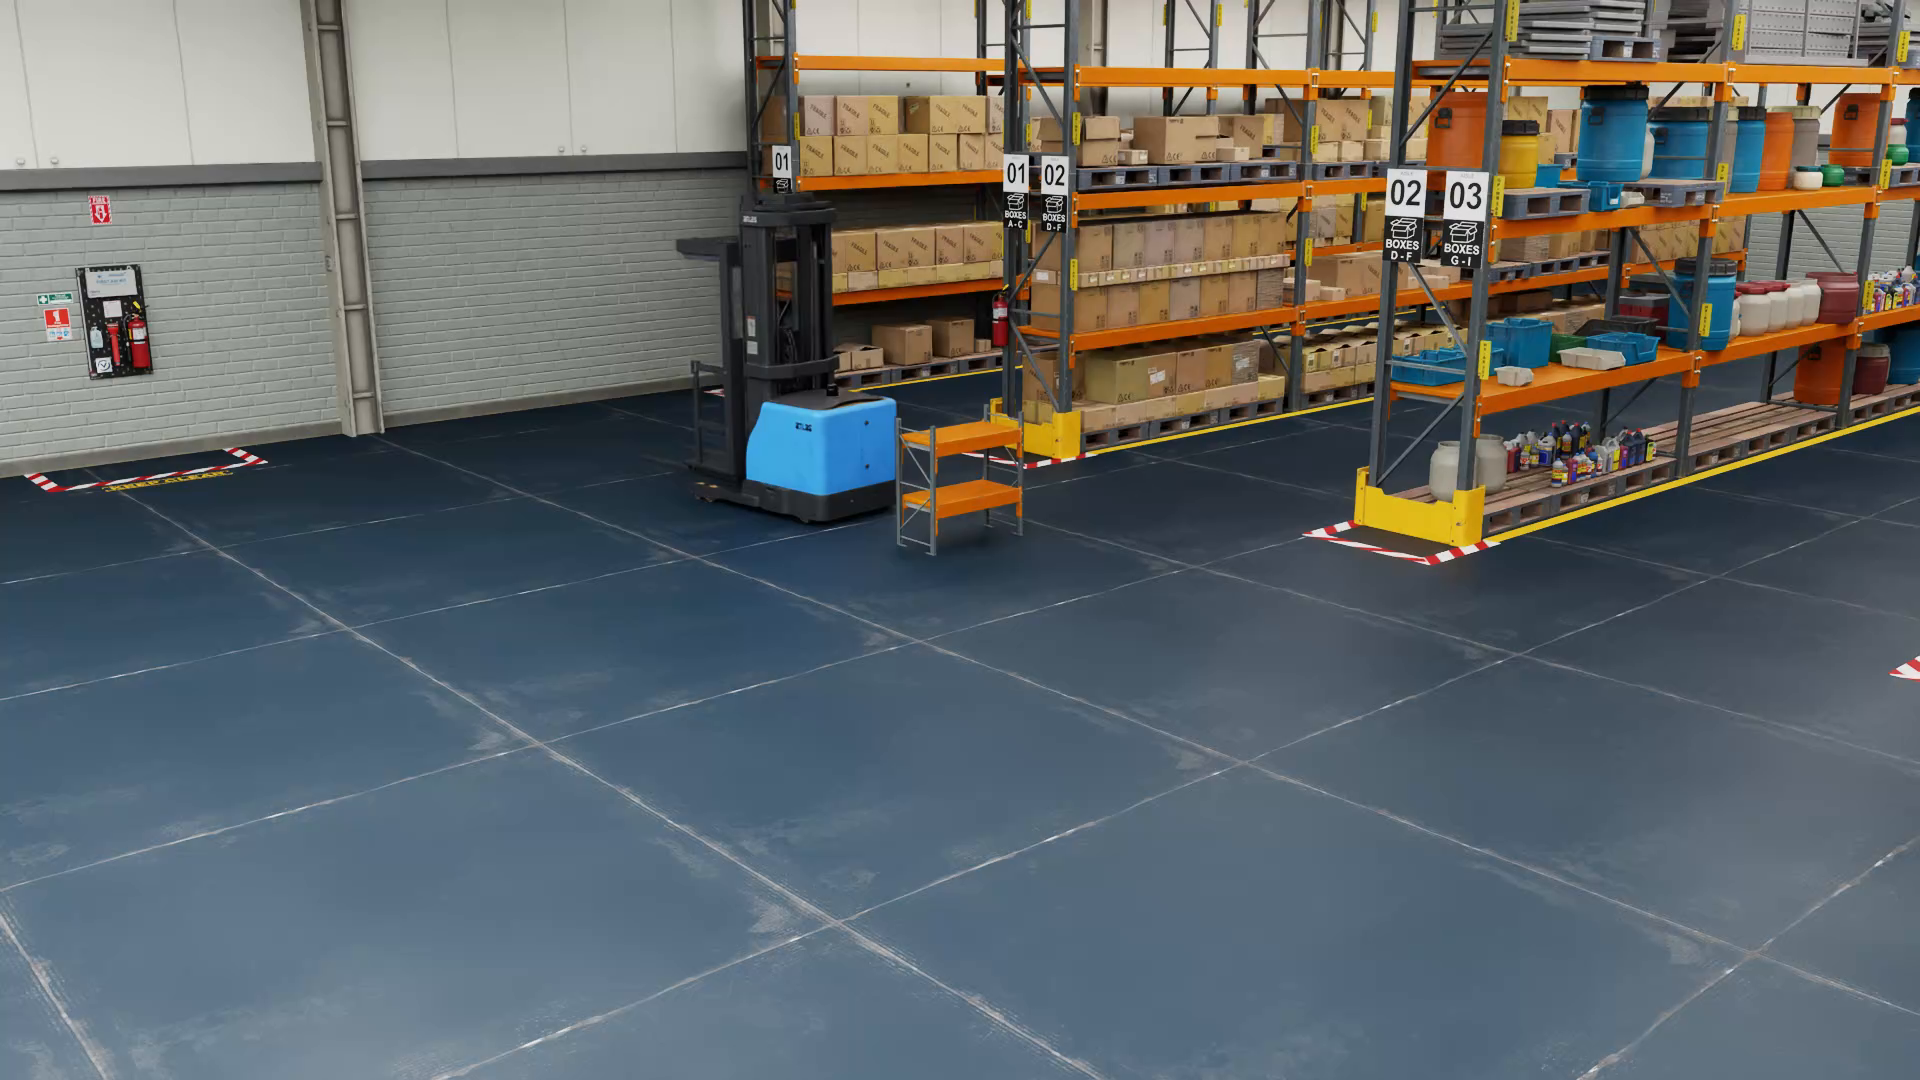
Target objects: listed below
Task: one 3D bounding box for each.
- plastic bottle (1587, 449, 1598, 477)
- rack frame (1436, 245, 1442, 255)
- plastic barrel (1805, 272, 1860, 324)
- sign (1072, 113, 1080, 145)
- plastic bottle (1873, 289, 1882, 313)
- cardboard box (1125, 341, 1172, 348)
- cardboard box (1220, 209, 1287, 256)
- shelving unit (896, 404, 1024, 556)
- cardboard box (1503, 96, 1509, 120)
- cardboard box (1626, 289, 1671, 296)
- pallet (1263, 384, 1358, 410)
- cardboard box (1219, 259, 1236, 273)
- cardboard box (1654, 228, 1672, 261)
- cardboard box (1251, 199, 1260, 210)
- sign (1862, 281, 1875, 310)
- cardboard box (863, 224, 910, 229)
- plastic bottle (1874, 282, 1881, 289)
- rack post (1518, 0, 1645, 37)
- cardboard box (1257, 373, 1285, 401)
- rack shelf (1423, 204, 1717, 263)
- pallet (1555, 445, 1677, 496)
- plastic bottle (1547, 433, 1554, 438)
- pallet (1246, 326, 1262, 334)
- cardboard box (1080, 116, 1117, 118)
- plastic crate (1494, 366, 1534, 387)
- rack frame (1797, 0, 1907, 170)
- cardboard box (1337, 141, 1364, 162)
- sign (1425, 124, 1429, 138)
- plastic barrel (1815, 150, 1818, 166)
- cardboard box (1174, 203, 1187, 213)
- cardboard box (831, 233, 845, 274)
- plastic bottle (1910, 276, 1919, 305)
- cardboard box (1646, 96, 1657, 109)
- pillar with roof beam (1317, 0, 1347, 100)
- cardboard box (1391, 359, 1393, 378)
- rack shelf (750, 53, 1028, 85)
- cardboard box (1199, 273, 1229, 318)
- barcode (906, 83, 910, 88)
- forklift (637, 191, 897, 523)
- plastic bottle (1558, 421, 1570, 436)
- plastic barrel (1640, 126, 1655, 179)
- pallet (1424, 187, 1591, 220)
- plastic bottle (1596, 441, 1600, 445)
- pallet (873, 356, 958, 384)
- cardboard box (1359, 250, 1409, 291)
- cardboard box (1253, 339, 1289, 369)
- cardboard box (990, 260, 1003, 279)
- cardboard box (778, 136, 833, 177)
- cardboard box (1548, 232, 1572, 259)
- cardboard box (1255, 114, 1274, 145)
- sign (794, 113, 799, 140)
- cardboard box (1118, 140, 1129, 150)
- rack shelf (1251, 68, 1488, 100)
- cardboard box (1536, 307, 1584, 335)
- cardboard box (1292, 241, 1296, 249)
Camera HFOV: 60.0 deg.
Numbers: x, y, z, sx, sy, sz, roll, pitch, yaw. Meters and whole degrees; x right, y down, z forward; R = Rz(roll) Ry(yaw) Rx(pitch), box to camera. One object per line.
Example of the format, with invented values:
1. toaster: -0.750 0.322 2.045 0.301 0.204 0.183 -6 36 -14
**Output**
1. plastic bottle: 6.155 -0.752 16.189 0.097 0.271 0.097 0 15 0
2. rack frame: 9.663 -6.141 31.929 0.127 3.000 1.000 -13 19 -39
3. plastic barrel: 9.980 -2.786 19.102 0.708 0.536 0.600 -13 19 -39
4. sign: 1.207 -4.268 17.255 0.005 0.325 0.100 -13 19 -39
5. plastic bottle: 10.947 -2.858 19.864 0.133 0.283 0.061 -13 19 -39
6. cardboard box: 2.179 -2.109 19.896 0.500 0.500 0.500 -13 19 -39
7. cardboard box: 3.534 -3.743 20.244 0.500 0.500 0.700 -13 19 -39
8. shelving unit: 0.005 -0.545 14.609 1.048 1.125 0.538 -13 19 -39
9. cardboard box: 7.215 -5.876 22.991 0.500 0.500 0.500 -13 19 -39
10. cardboard box: 11.314 -3.826 27.245 0.637 0.503 0.797 -13 19 -39
11. pallet: 4.395 -1.930 21.566 1.213 0.211 1.003 -13 19 -39
12. cardboard box: 3.031 -3.247 19.641 0.250 0.149 0.380 -13 20 -40
13. cardboard box: 10.847 -4.669 26.223 0.500 0.500 0.500 -12 19 -38
14. cardboard box: 4.544 -5.468 27.146 0.500 0.250 0.500 -13 20 -40
15. sign: 10.497 -2.830 19.217 0.005 0.325 0.100 -13 19 -39
16. cardboard box: -1.038 -4.109 23.118 0.500 0.500 0.500 -12 19 -39
17. plastic bottle: 11.772 -3.218 21.368 0.097 0.201 0.097 0 15 0
18. rack post: 5.537 -4.698 15.049 0.954 0.300 0.937 -13 20 -40
19. cardboard box: 3.658 -1.898 20.558 0.500 0.250 0.500 -13 19 -39
20. rack shelf: 5.605 -2.943 15.536 4.000 0.370 1.077 -13 19 -39
21. pallet: 6.579 -0.727 17.062 1.213 0.211 1.003 -13 19 -39
22. plastic bottle: 6.003 -0.954 16.944 0.097 0.271 0.097 0 15 0
23. pallet: 4.272 -3.558 27.660 1.213 0.211 1.003 -13 19 -39
24. cardboard box: 2.005 -6.095 24.935 0.500 0.500 0.500 -14 20 -41
25. plastic crate: 4.982 -1.464 14.928 0.250 0.136 0.298 -13 19 -39
26. rack frame: 10.131 -5.756 18.861 0.127 3.000 1.000 -13 19 -39
27. cardboard box: 4.748 -4.920 21.023 0.500 0.250 0.500 14 20 42
28. sign: 6.527 -5.627 23.190 0.005 0.325 0.100 -13 19 -39
29. plastic barrel: 9.695 -4.368 19.260 0.421 0.512 0.421 0 15 0
30. cardboard box: 3.387 -5.296 26.461 0.380 0.149 0.250 13 20 40
31. cardboard box: -1.850 -3.753 21.786 0.500 0.500 0.500 -13 19 -39
32. plastic bottle: 11.839 -3.105 20.658 0.185 0.351 0.144 -13 19 -39
33. cardboard box: 10.241 -6.570 25.591 0.500 0.500 0.700 -13 19 -39
34. pillar with roof beam: 9.431 -7.811 26.555 0.400 9.000 9.100 -13 19 -39
35. cardboard box: 5.491 -2.300 22.062 0.500 0.250 0.500 -12 19 -38
36. rack shelf: -0.899 -6.319 22.369 4.000 0.370 1.077 -13 19 -39
37. cardboard box: 2.759 -2.942 19.757 0.500 0.500 0.700 -12 19 -39
38. barcode: -0.721 -6.324 23.118 0.075 0.075 0.001 -13 19 -39
39. forklift: -2.002 -1.870 16.070 3.031 2.935 1.130 14 20 41
40. plastic bottle: 6.232 -1.057 17.174 0.185 0.351 0.144 -12 19 -38
41. plastic barrel: 6.660 -3.851 16.513 0.421 0.512 0.421 0 15 0
42. pallet: 4.784 -2.981 14.652 1.213 0.211 1.003 -13 19 -39
43. plastic bottle: 6.342 -0.843 16.505 0.133 0.283 0.061 -13 19 -39
44. pallet: -0.794 -2.433 23.449 1.213 0.211 1.003 -13 19 -39
45. cardboard box: 5.627 -3.583 22.159 0.500 0.500 0.500 -14 20 -42
46. cardboard box: 3.982 -2.415 21.405 0.500 0.311 0.500 -13 19 -39
47. cardboard box: 0.452 -3.906 23.814 0.500 0.250 0.500 -13 19 -39
48. cardboard box: -1.991 -4.946 21.409 0.500 0.500 0.500 -12 19 -38
49. cardboard box: 8.607 -4.440 24.552 0.700 0.500 0.500 10 18 33
50. cardboard box: 4.747 -6.781 27.464 0.500 0.500 0.700 -11 19 -37
51. sign: -2.051 -5.197 20.887 0.005 0.325 0.100 -13 19 -39
52. cardboard box: 1.543 -4.361 18.656 0.500 0.250 0.500 -13 19 -39
53. rack shelf: 5.373 -5.841 21.349 4.000 0.370 1.077 -13 19 -39
54. cardboard box: 8.958 -3.199 24.903 0.500 0.500 0.500 -12 19 -39
55. cardboard box: 5.589 -5.033 28.228 0.250 0.149 0.380 -13 20 -41
